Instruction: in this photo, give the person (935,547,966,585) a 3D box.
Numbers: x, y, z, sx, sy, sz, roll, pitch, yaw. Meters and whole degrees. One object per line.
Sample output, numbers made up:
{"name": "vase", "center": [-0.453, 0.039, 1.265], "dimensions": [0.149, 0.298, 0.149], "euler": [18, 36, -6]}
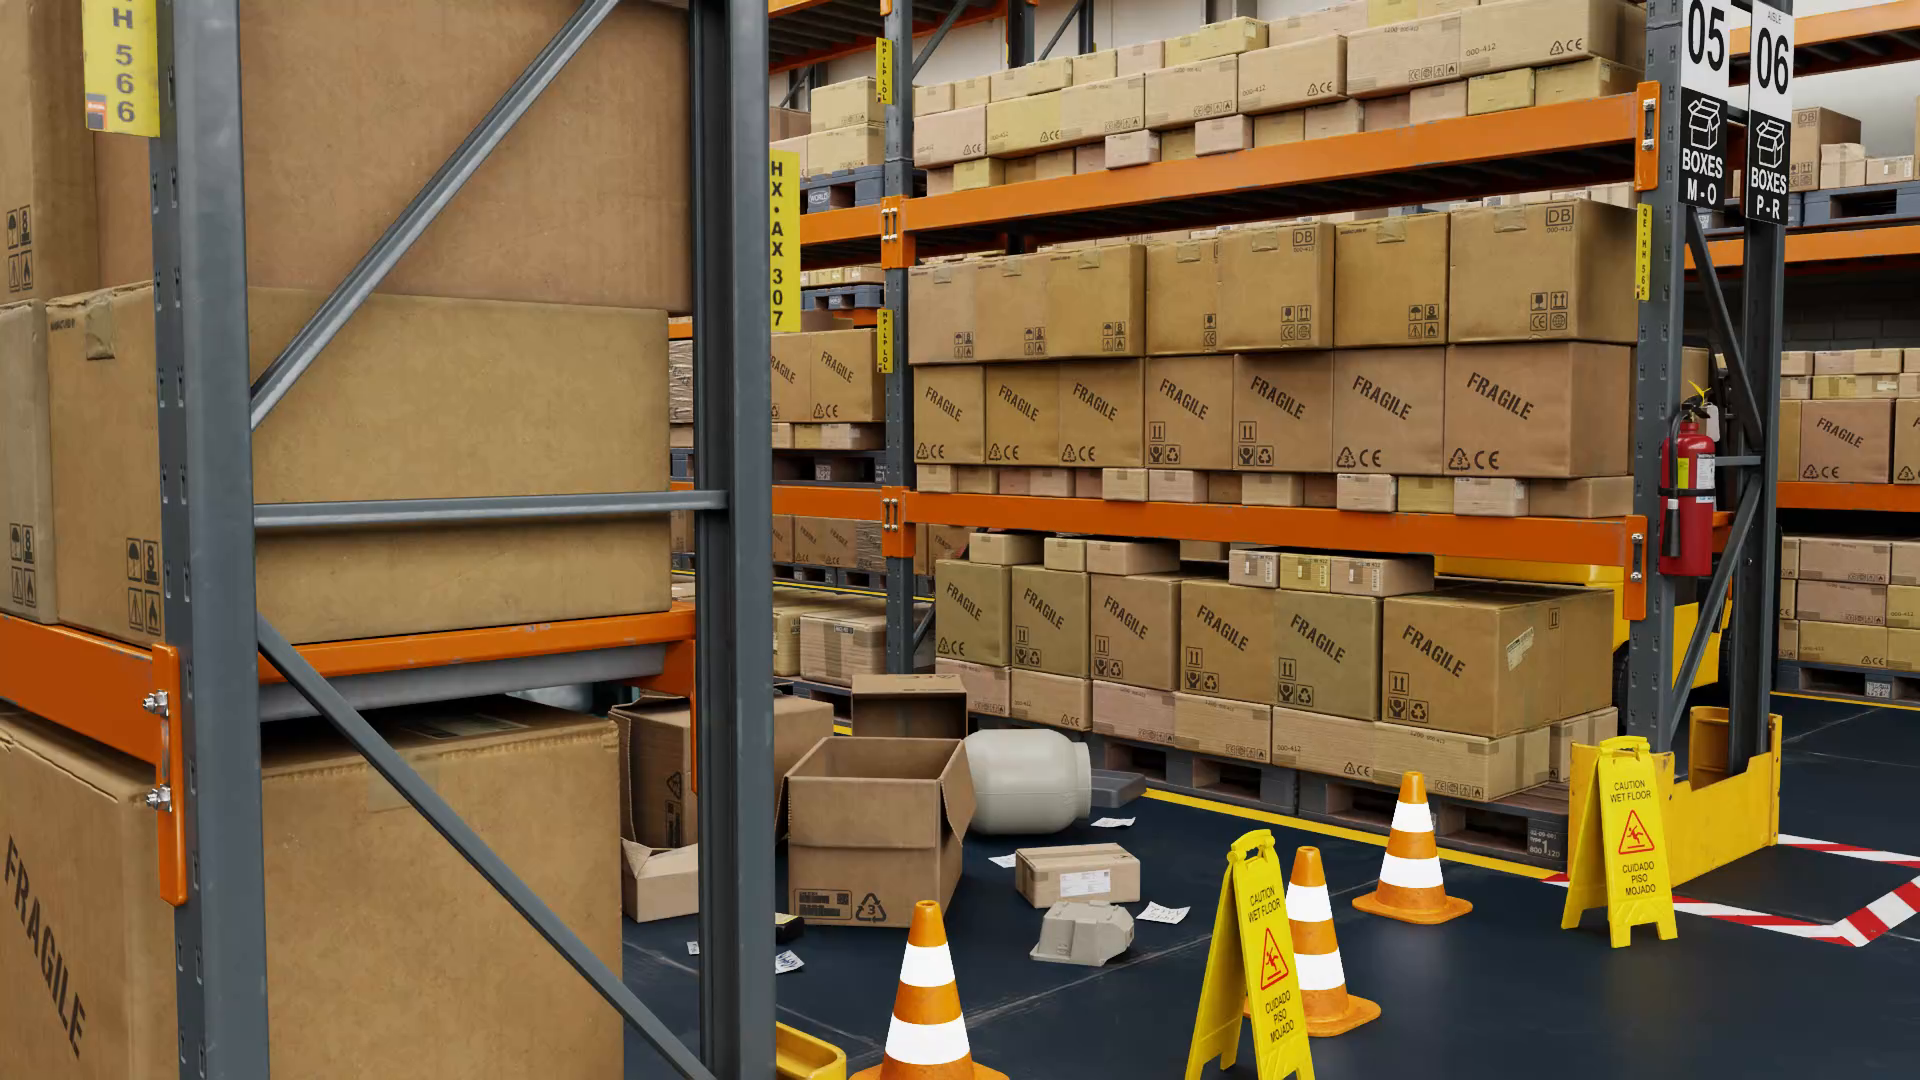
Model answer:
{"name": "person", "center": [0.263, 0.469, 11.275], "dimensions": [0.957, 0.845, 0.545], "euler": [4, 5, 44]}
